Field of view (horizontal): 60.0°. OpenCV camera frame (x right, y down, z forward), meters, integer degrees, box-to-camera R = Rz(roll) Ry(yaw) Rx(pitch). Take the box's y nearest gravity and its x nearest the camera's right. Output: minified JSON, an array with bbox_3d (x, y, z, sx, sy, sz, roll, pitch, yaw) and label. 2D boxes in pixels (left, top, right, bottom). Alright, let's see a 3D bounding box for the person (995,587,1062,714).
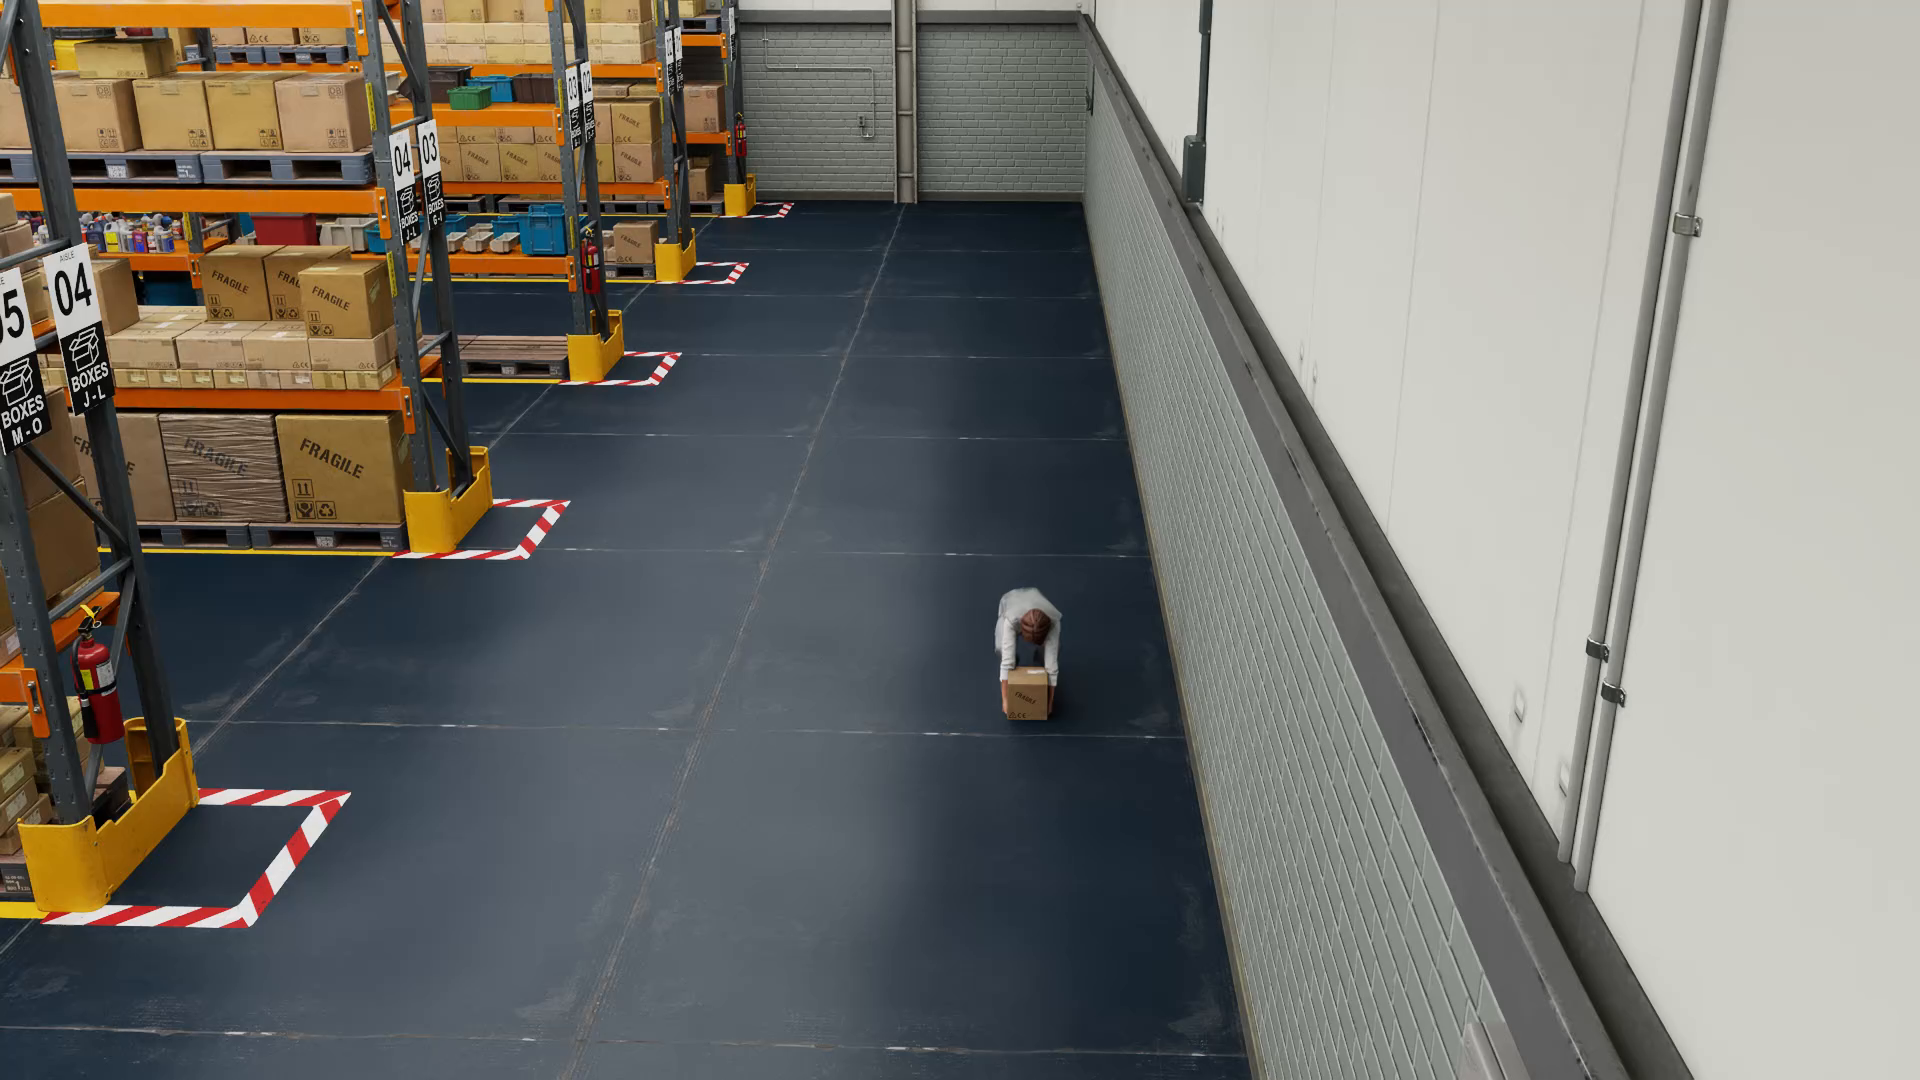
[{"bbox_3d":[0.436,0.679,10.702,0.423,0.690,0.851,0,21,1],"label":"person"}]
